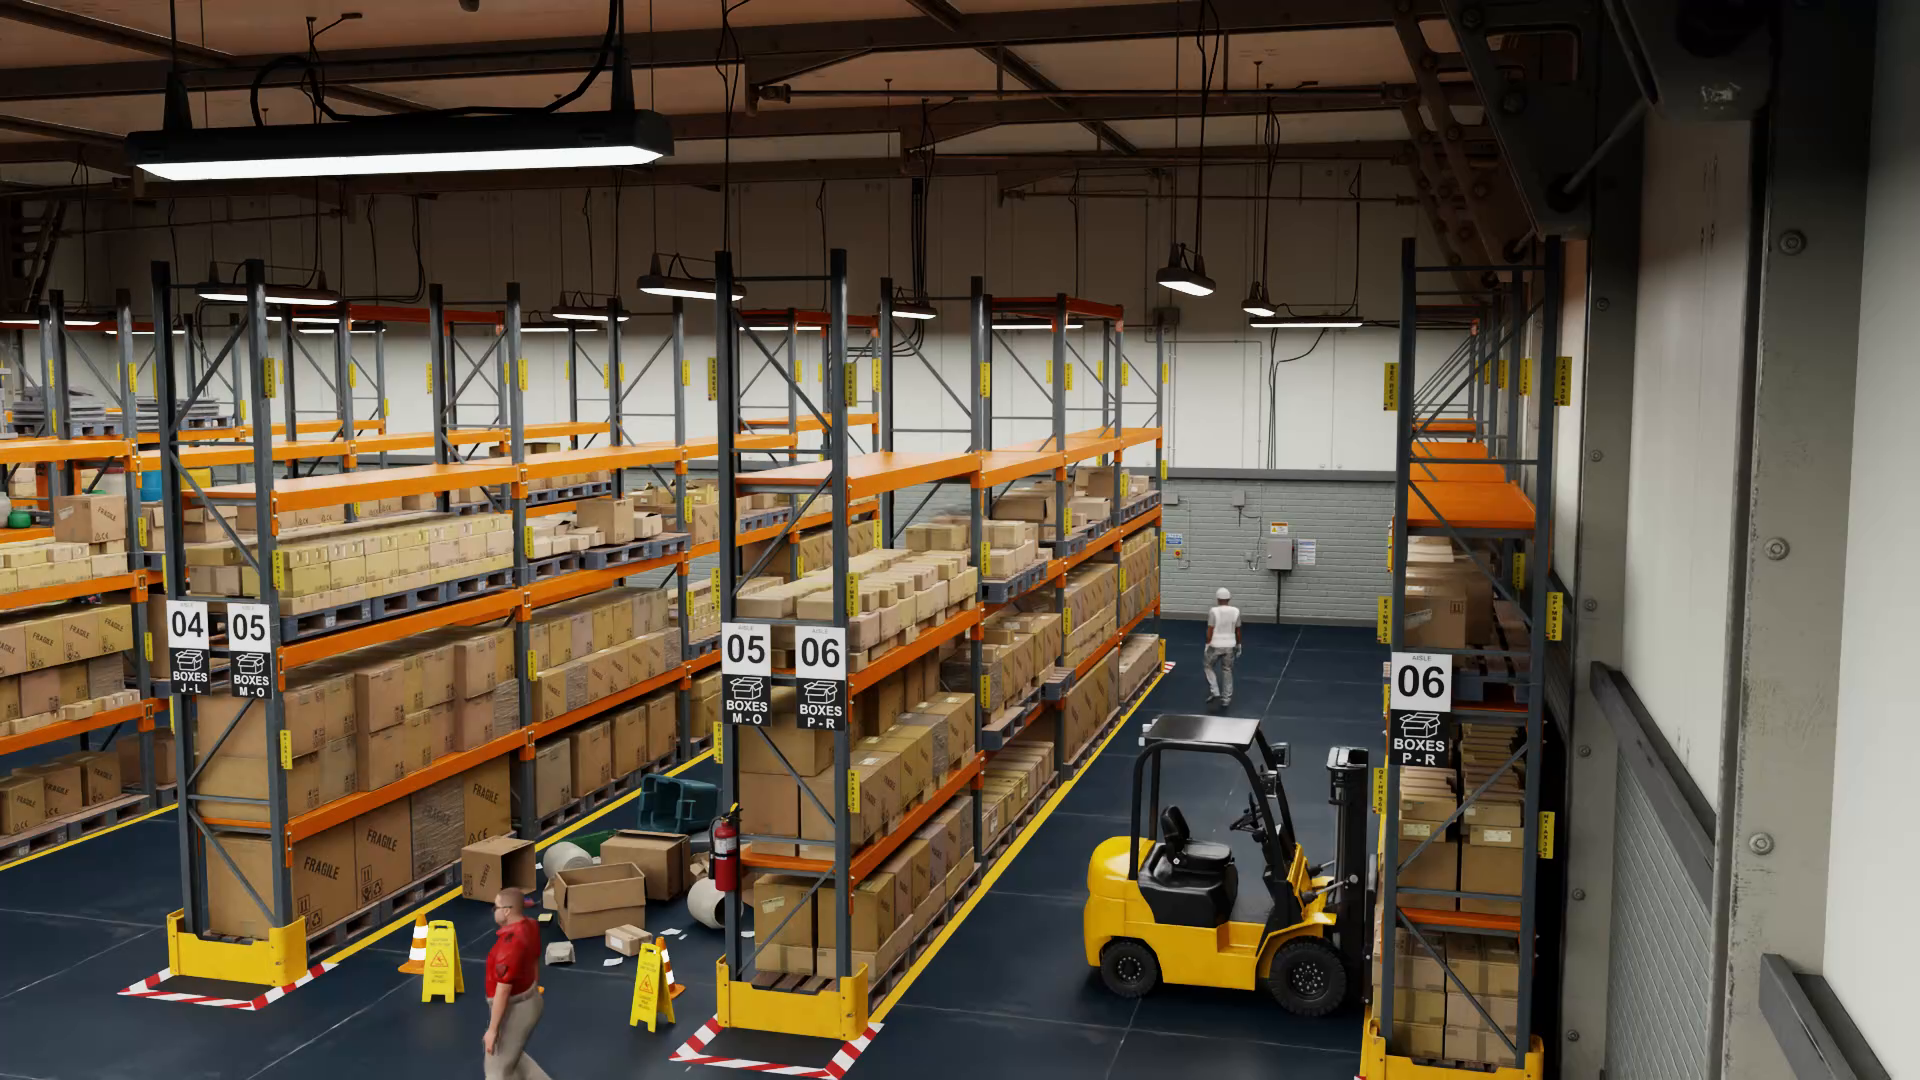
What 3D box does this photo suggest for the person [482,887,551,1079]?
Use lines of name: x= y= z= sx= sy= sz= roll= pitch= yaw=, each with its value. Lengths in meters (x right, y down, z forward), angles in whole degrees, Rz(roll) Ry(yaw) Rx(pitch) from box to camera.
person: x=-2.957 y=3.139 z=11.001 sx=0.626 sy=1.726 sz=0.596 roll=0 pitch=6 yaw=2

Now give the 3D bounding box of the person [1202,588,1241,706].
person: x=3.979 y=1.617 z=25.172 sx=0.609 sy=1.786 sz=0.464 roll=-2 pitch=6 yaw=-14
